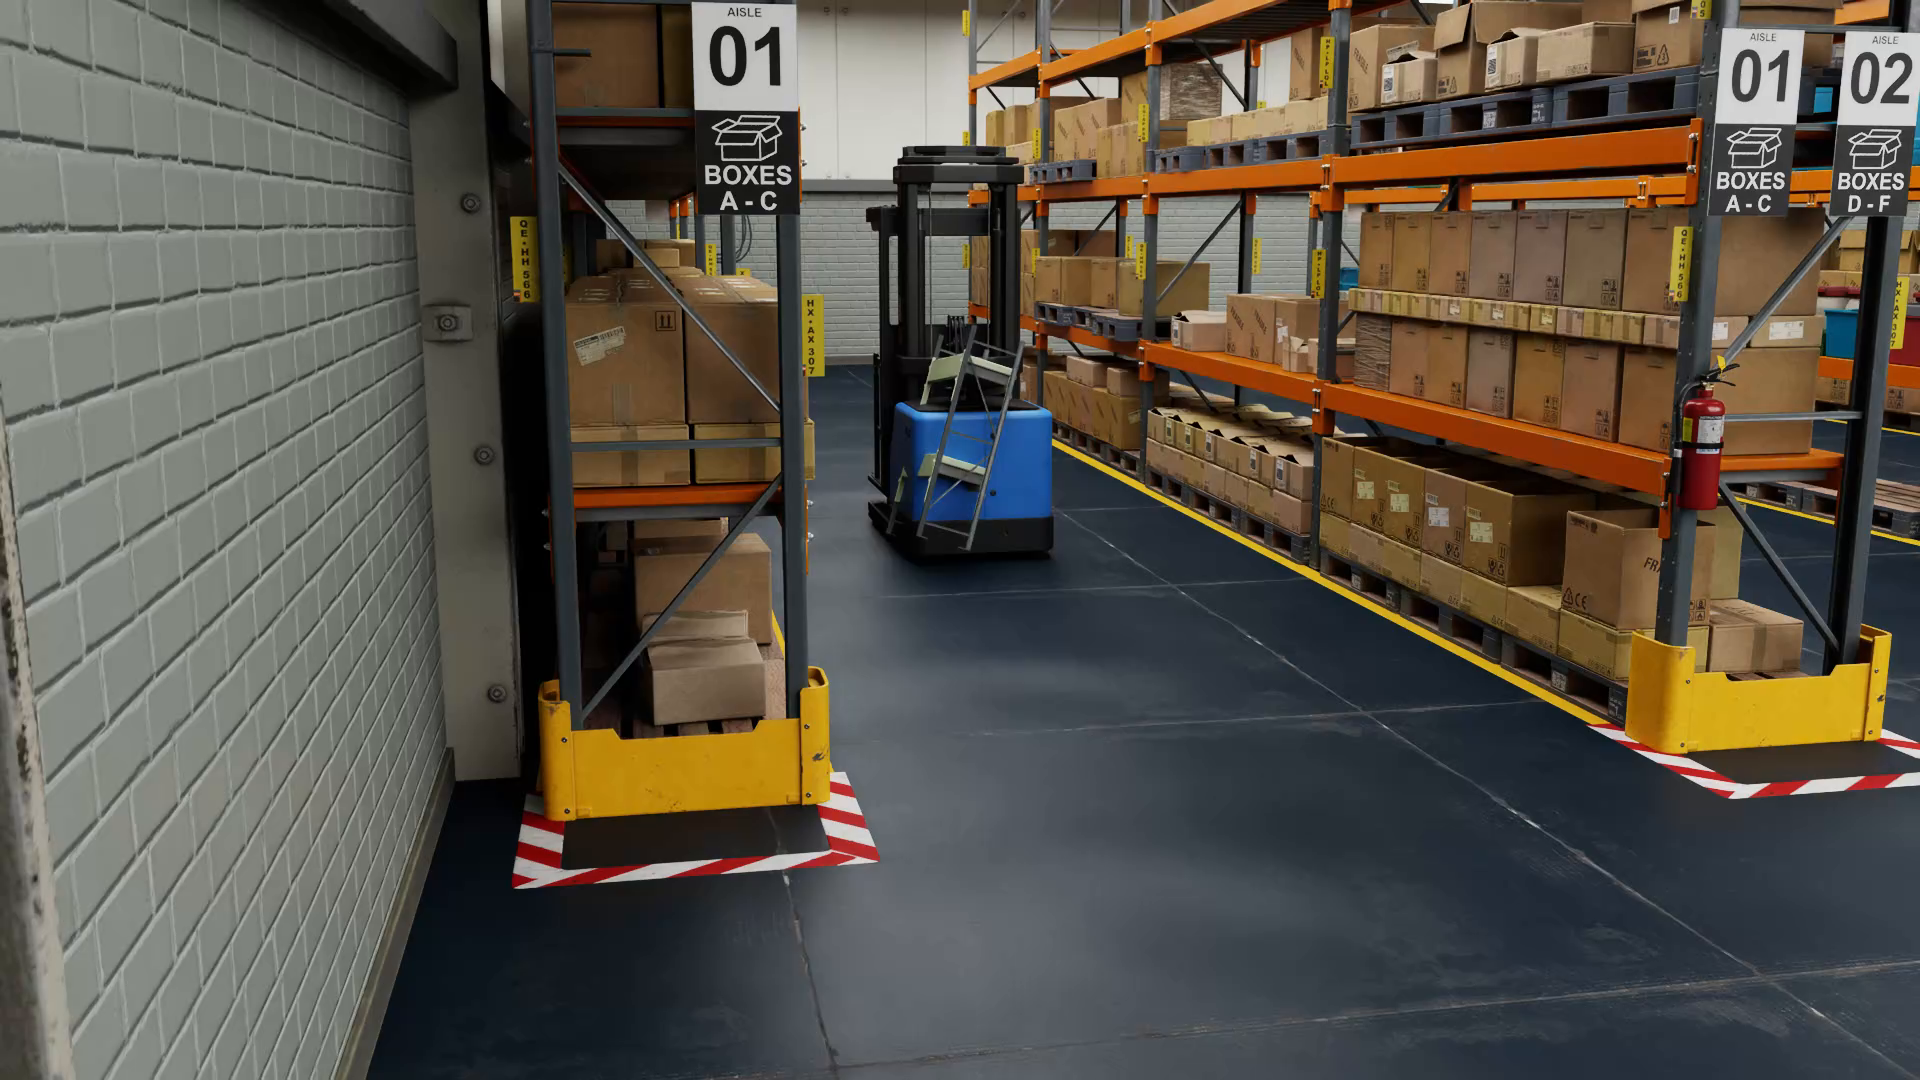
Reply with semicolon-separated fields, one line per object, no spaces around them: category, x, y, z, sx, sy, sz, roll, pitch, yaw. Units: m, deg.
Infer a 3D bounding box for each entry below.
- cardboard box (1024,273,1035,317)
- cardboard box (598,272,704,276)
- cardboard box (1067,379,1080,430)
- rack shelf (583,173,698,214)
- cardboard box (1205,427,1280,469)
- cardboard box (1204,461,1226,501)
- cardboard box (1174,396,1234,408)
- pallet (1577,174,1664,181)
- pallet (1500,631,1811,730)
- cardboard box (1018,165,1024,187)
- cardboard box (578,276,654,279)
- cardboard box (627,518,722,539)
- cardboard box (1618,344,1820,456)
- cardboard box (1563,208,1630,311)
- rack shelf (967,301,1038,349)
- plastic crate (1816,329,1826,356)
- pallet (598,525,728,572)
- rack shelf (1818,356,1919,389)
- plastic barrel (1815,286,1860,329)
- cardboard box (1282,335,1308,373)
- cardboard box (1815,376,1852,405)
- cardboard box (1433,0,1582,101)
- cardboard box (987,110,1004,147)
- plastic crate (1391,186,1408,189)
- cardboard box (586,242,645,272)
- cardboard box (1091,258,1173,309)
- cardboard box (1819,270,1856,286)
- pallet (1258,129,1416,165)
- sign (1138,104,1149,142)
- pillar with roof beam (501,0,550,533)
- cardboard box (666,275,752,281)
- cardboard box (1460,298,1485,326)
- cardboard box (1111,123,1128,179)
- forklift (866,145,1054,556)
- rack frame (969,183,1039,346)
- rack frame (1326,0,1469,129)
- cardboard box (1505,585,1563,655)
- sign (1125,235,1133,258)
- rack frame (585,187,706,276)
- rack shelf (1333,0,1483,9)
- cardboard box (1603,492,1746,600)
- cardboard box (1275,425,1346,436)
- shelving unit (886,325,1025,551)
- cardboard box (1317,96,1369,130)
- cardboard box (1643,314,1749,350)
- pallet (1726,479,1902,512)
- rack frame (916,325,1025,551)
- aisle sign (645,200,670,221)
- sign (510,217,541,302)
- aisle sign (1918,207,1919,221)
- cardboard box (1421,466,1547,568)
cardboard box;1.049;-2.887;19.573;0.500;0.500;0.500;-2;11;-10
cardboard box;-2.231;-1.689;12.105;0.700;0.500;0.500;-1;11;-3
cardboard box;1.457;-1.456;17.834;0.500;0.500;0.500;-2;11;-10
rack shelf;-2.294;-2.594;12.204;1.077;0.370;4.000;-2;11;-11
cardboard box;2.297;-0.762;13.408;0.500;0.311;0.500;-2;11;-12
cardboard box;2.294;-0.489;13.474;0.500;0.250;0.500;-2;11;-10
cardboard box;2.367;-1.104;15.981;0.500;0.500;0.500;-2;11;-9
pallet;6.982;-3.726;16.731;1.003;0.211;1.213;-2;11;-11
pallet;3.542;0.677;8.576;1.003;0.211;1.213;-2;11;-11
cardboard box;0.955;-4.327;19.784;0.500;0.250;0.500;-2;11;-11
cardboard box;-2.018;-1.318;9.940;0.500;0.500;0.500;-2;11;-12
cardboard box;-1.664;0.094;9.690;0.500;0.500;0.500;-3;11;-15
cardboard box;3.653;-0.689;8.029;0.700;0.500;0.500;-2;11;-11
cardboard box;3.535;-1.433;8.464;0.700;0.500;0.500;-2;11;-12
rack shelf;1.009;-2.769;21.144;1.077;0.370;4.000;-2;11;-11
plastic crate;7.198;-1.672;14.027;0.450;0.188;0.662;-2;11;-11
pallet;-2.058;0.120;11.501;1.003;0.211;1.213;-2;11;-11
rack shelf;7.424;-1.481;14.378;1.077;0.370;4.000;-2;11;-11
plastic barrel;7.615;-1.931;14.458;0.433;0.535;0.433;0;11;0
cardboard box;2.602;-1.376;12.265;0.396;0.266;0.258;-2;11;-12
cardboard box;11.260;-2.161;20.585;1.225;0.875;0.875;-2;11;-11
cardboard box;3.150;-2.781;9.487;0.797;0.503;0.637;-1;11;-5
cardboard box;0.750;-5.314;21.630;0.700;0.500;0.500;-2;11;-11
plastic crate;5.636;-4.498;20.989;0.293;0.136;0.466;-2;11;-11
cardboard box;-3.025;-2.488;14.623;0.500;0.250;0.500;-2;11;-9
cardboard box;1.802;-2.689;17.410;0.700;0.500;0.500;-5;12;-25
cardboard box;10.960;-3.070;20.538;0.500;0.500;0.500;-2;11;-11
pallet;2.769;-2.829;12.025;0.805;0.209;1.217;-3;11;-13
sign;1.643;-3.730;14.864;0.100;0.325;0.005;-2;11;-11
pillar with roof beam;0.944;-4.674;13.188;9.100;9.000;0.400;-2;11;-11
cardboard box;-1.509;-1.336;10.036;0.500;0.500;0.500;-2;11;-11
cardboard box;3.121;-1.315;9.582;0.380;0.149;0.250;-2;11;-11
cardboard box;1.959;-3.716;15.910;0.910;0.500;0.500;-2;11;-11
forklift;-0.127;-1.555;13.028;1.130;2.935;3.031;-2;11;-11
rack frame;0.620;-3.489;23.004;1.000;3.000;0.127;-2;11;-11
rack frame;2.954;-4.235;10.879;1.000;3.000;0.127;-2;11;-11
cardboard box;3.228;0.411;8.744;0.500;0.250;0.500;-2;11;-11
sign;1.941;-3.345;19.150;0.100;0.325;0.005;-2;11;-11
rack frame;-2.683;-1.841;14.345;1.000;3.000;0.127;-2;11;-11
rack shelf;3.343;-3.318;9.057;1.077;0.370;4.000;-2;11;-11
cardboard box;3.746;0.024;8.774;0.500;0.500;0.500;-2;11;-11
cardboard box;2.817;-0.786;13.533;0.500;0.311;0.500;-2;11;-9
shelving unit;-0.042;-0.709;11.767;0.431;1.500;0.755;16;-4;-19
cardboard box;2.843;-3.007;11.730;0.500;0.250;0.500;-1;11;-5
cardboard box;3.470;-0.985;7.848;0.380;0.149;0.250;-2;11;-12
pallet;7.382;-0.464;14.571;1.003;0.211;1.213;-2;11;-11
rack frame;0.075;-0.699;11.420;0.400;1.500;0.023;16;-4;-19
aisle sign;-3.958;-4.609;21.937;0.394;0.787;0.004;-2;11;-11
sign;-1.675;-1.081;6.411;0.100;0.325;0.005;-2;11;-11
aisle sign;14.914;-5.290;25.513;0.394;0.787;0.004;-2;11;-11
cardboard box;3.031;-0.140;9.636;0.500;0.500;0.500;-2;11;-11
